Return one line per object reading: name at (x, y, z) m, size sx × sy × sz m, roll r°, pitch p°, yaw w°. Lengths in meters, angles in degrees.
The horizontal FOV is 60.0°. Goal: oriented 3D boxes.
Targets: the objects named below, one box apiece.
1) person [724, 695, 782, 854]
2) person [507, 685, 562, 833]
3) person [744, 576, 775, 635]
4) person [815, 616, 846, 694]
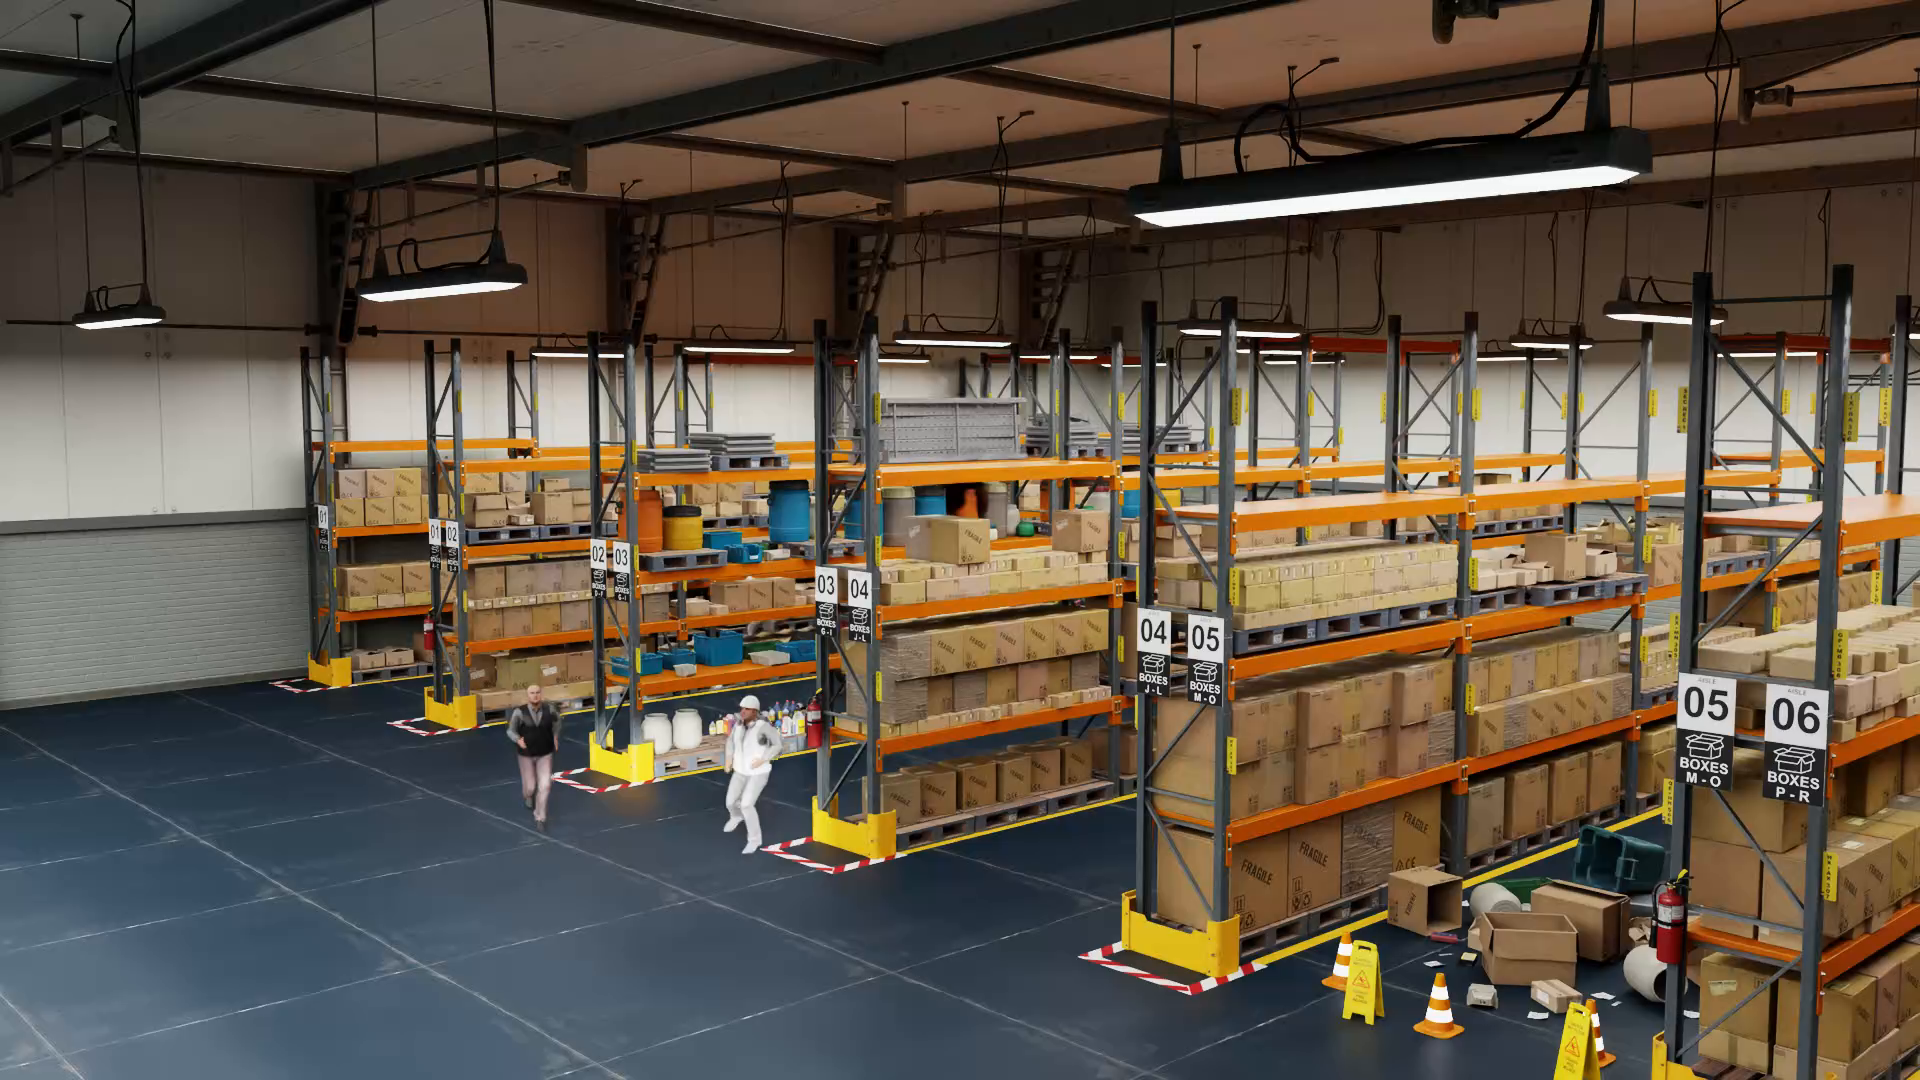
person at (-2.434, 2.645, 19.043) m, size 0.879 × 1.774 × 0.715 m, roll 2°, pitch 6°, yaw 26°
person at (-5.084, 2.585, 19.933) m, size 0.668 × 1.736 × 0.853 m, roll -2°, pitch 5°, yaw -20°
person at (-3.783, 1.530, 32.042) m, size 0.706 × 1.731 × 1.053 m, roll 5°, pitch 7°, yaw 43°
person at (-2.156, 1.889, 28.070) m, size 0.599 × 1.681 × 0.918 m, roll 3°, pitch 6°, yaw 30°
